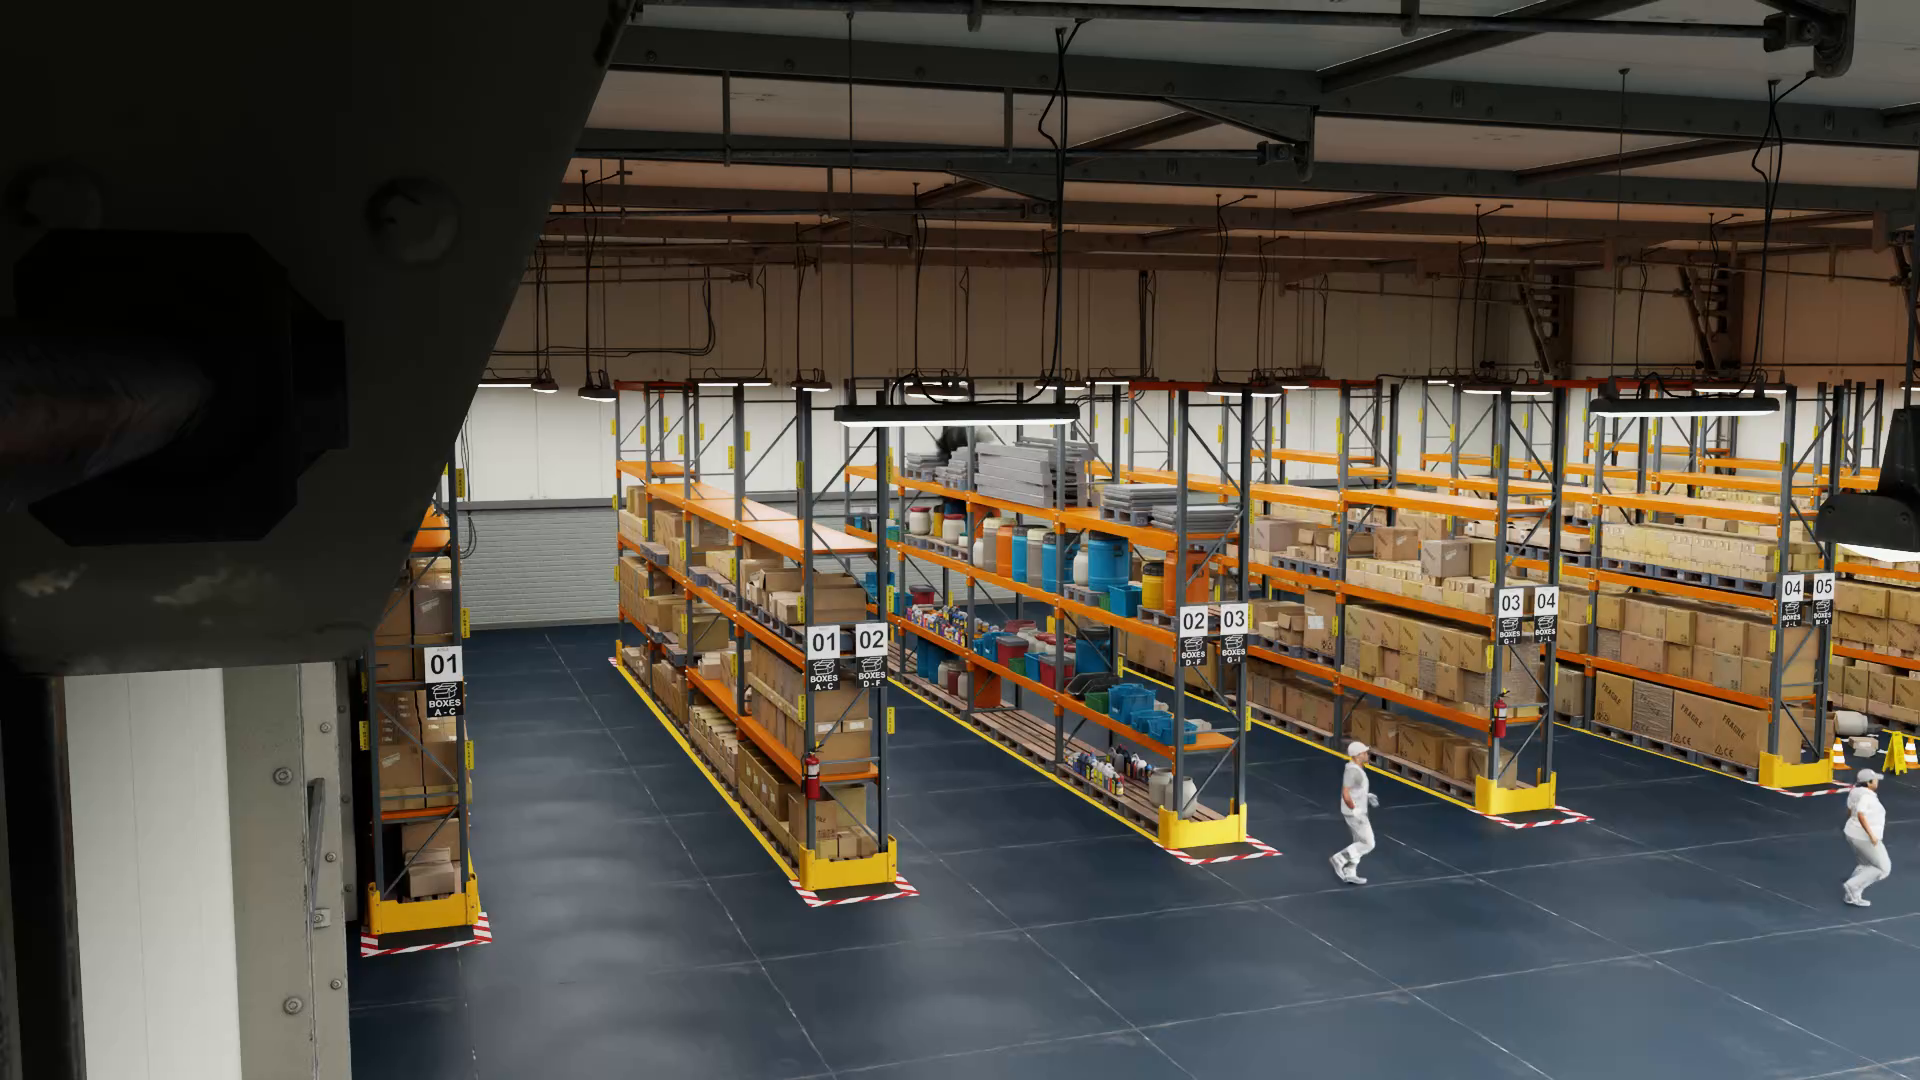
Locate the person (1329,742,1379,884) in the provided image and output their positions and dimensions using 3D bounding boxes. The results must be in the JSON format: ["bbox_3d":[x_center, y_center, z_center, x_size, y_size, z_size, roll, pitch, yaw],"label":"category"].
[{"bbox_3d":[4.816,3.321,20.297,0.590,1.752,0.673,1,6,11],"label":"person"}]

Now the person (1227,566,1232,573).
[{"bbox_3d":[6.470,1.237,41.213,0.462,1.523,0.652,-2,6,-16],"label":"person"}]

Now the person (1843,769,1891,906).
[{"bbox_3d":[10.566,3.478,19.399,0.500,1.632,0.610,1,6,9],"label":"person"}]
